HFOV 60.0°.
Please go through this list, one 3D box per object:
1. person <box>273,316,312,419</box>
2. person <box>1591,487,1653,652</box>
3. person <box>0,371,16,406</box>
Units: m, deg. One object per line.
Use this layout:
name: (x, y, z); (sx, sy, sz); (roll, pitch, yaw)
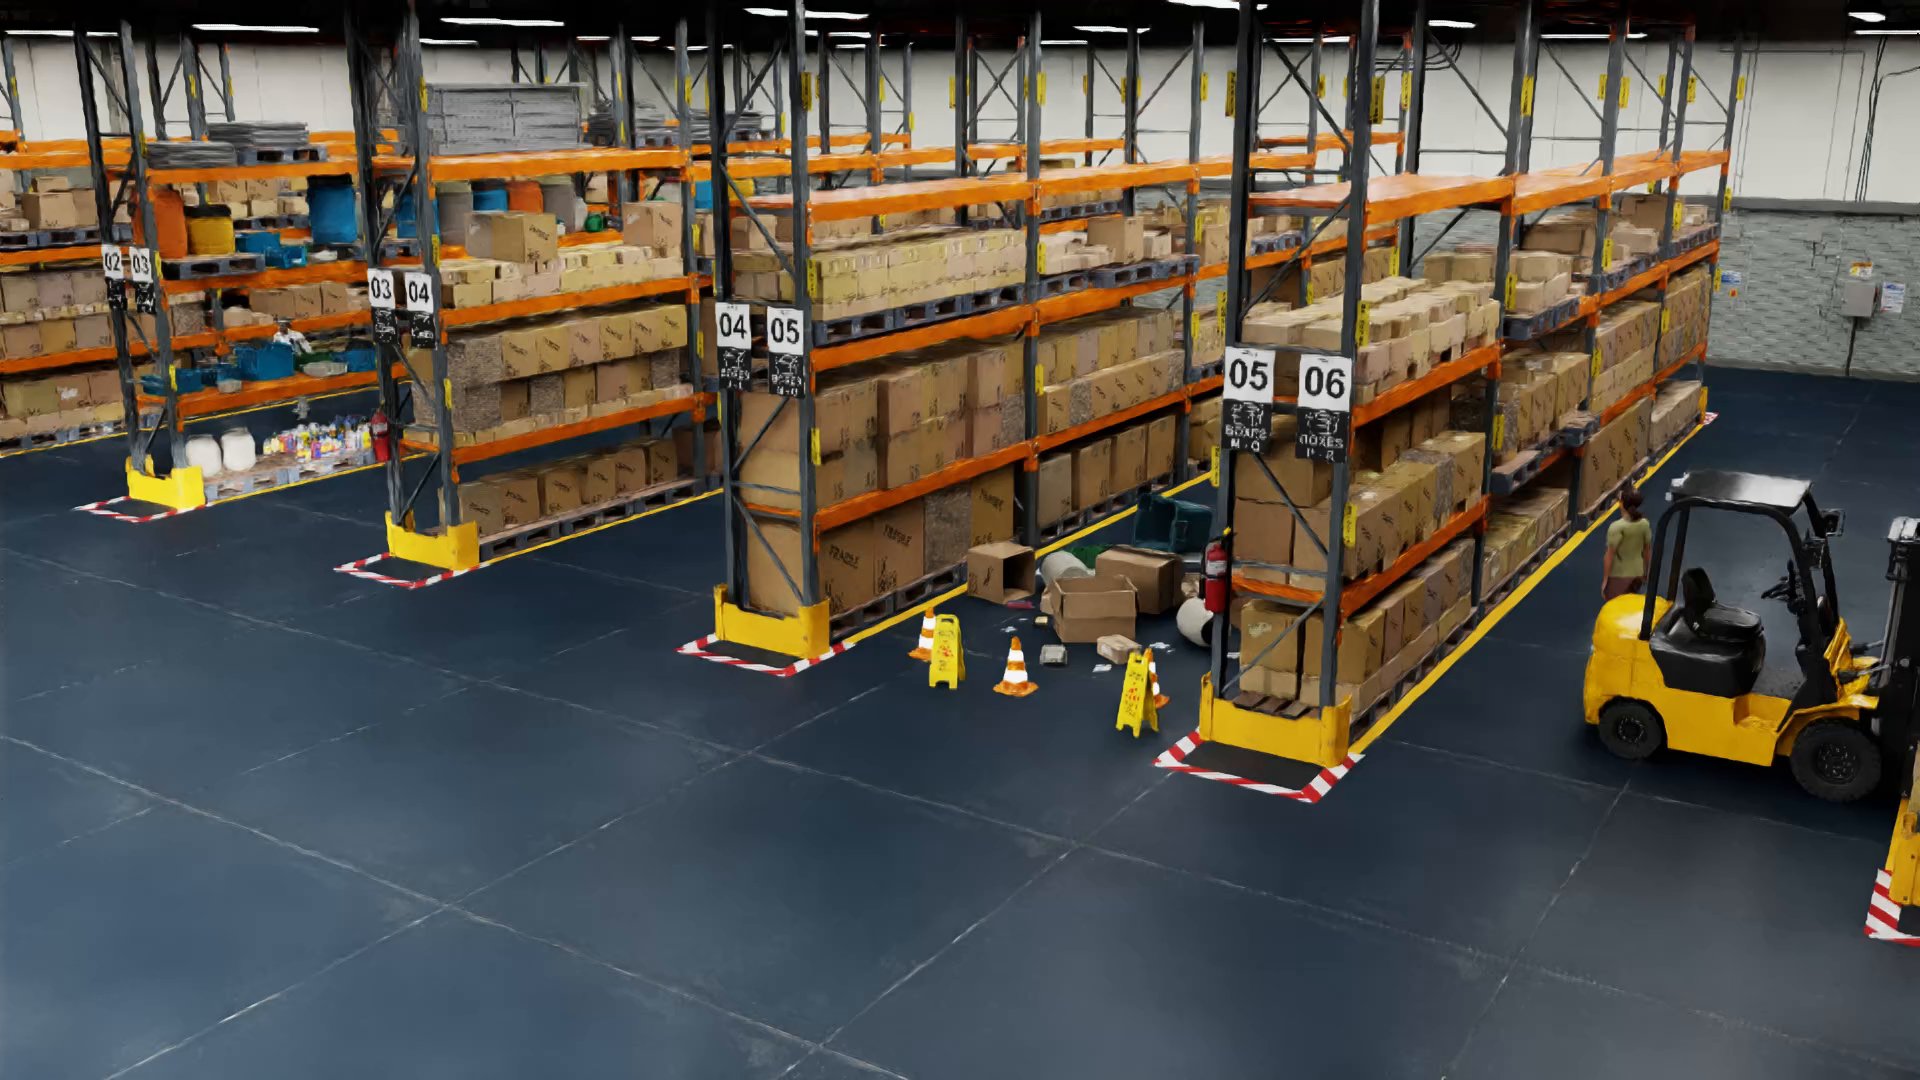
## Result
person: (-10.411, -2.736, 26.020); (0.630, 1.604, 0.811); (4, 16, 15)
person: (5.899, 0.320, 14.903); (0.625, 1.668, 0.589); (-8, 17, -26)
person: (-15.343, -2.958, 26.670); (0.729, 1.718, 0.546); (10, 18, 31)
